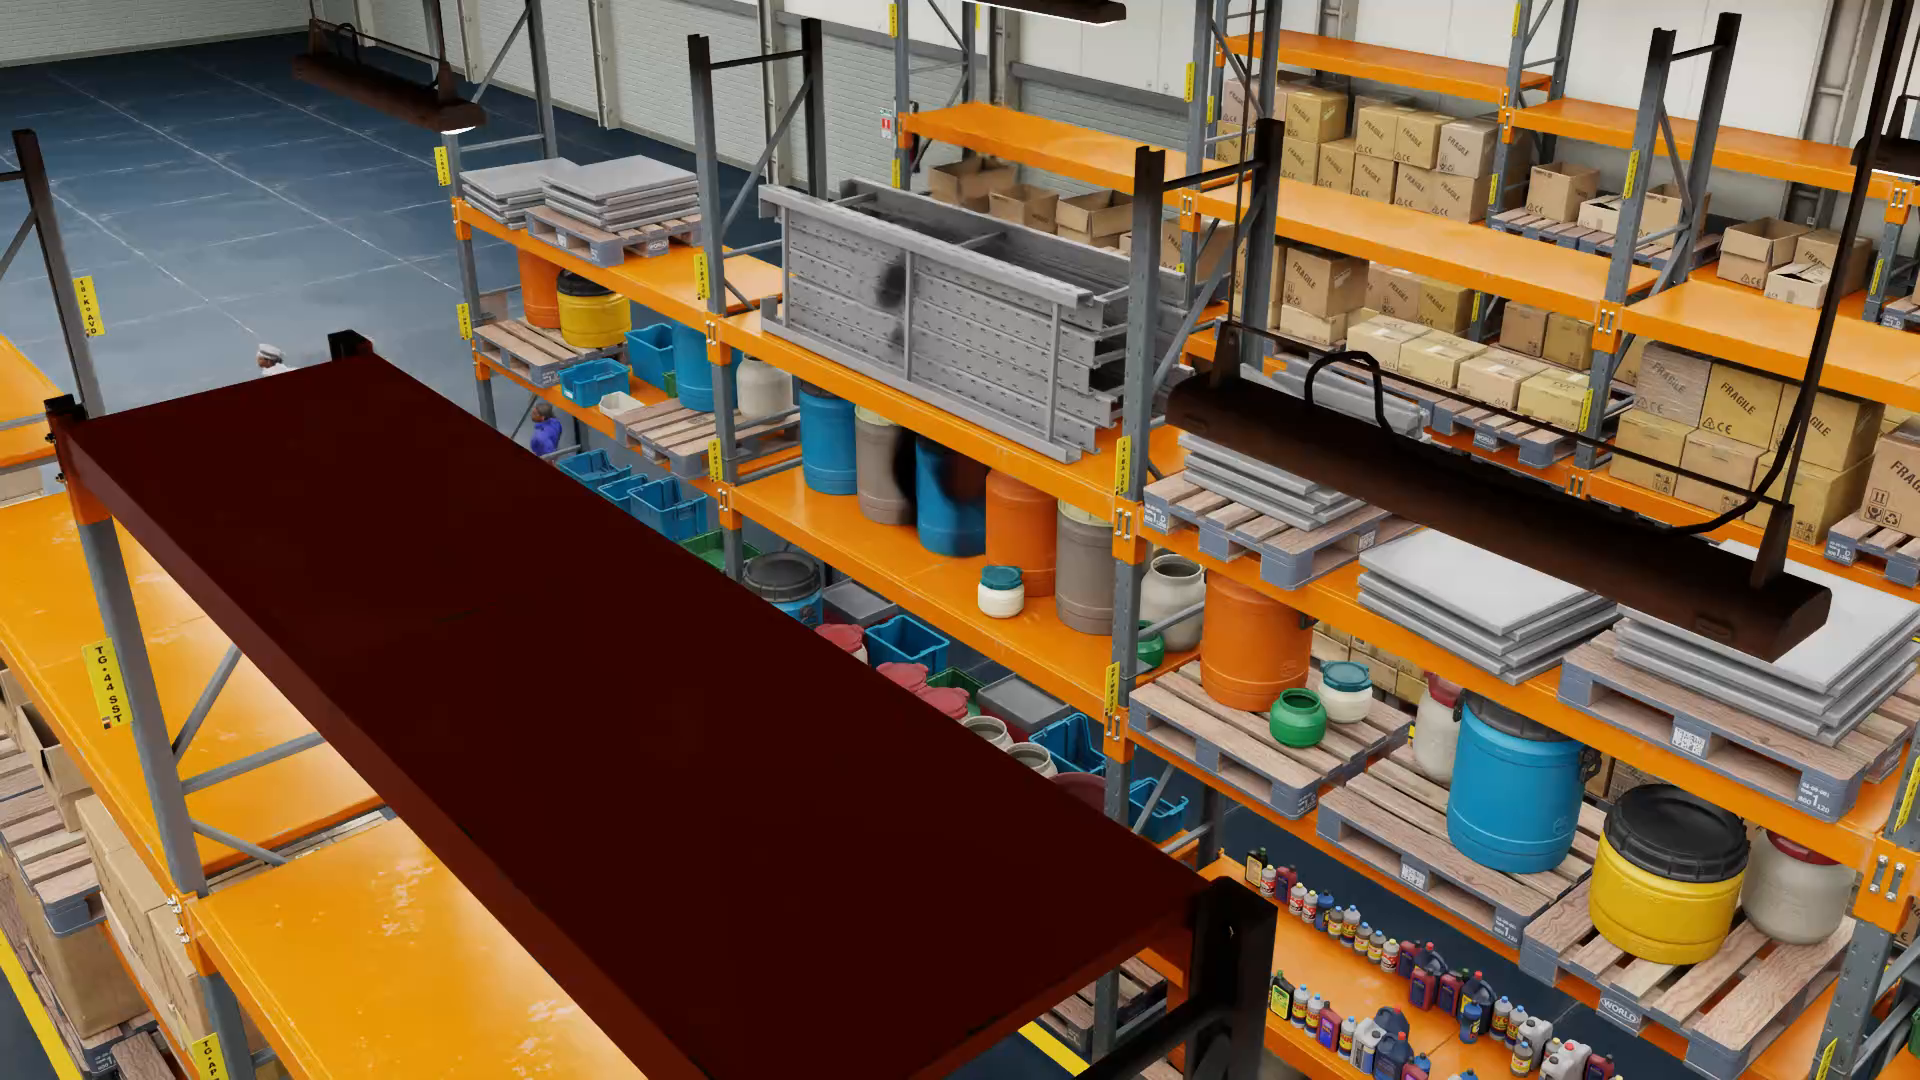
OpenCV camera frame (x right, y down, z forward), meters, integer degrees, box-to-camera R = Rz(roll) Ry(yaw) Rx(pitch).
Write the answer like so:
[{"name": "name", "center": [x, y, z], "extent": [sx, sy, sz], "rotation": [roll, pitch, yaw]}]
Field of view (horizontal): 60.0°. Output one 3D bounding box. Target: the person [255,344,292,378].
[{"name": "person", "center": [-7.485, -1.342, 18.352], "extent": [0.770, 1.758, 0.546], "rotation": [-10, 29, -19]}]

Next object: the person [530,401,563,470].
[{"name": "person", "center": [-4.297, -0.703, 17.193], "extent": [0.501, 1.613, 0.650], "rotation": [3, 27, 6]}]
